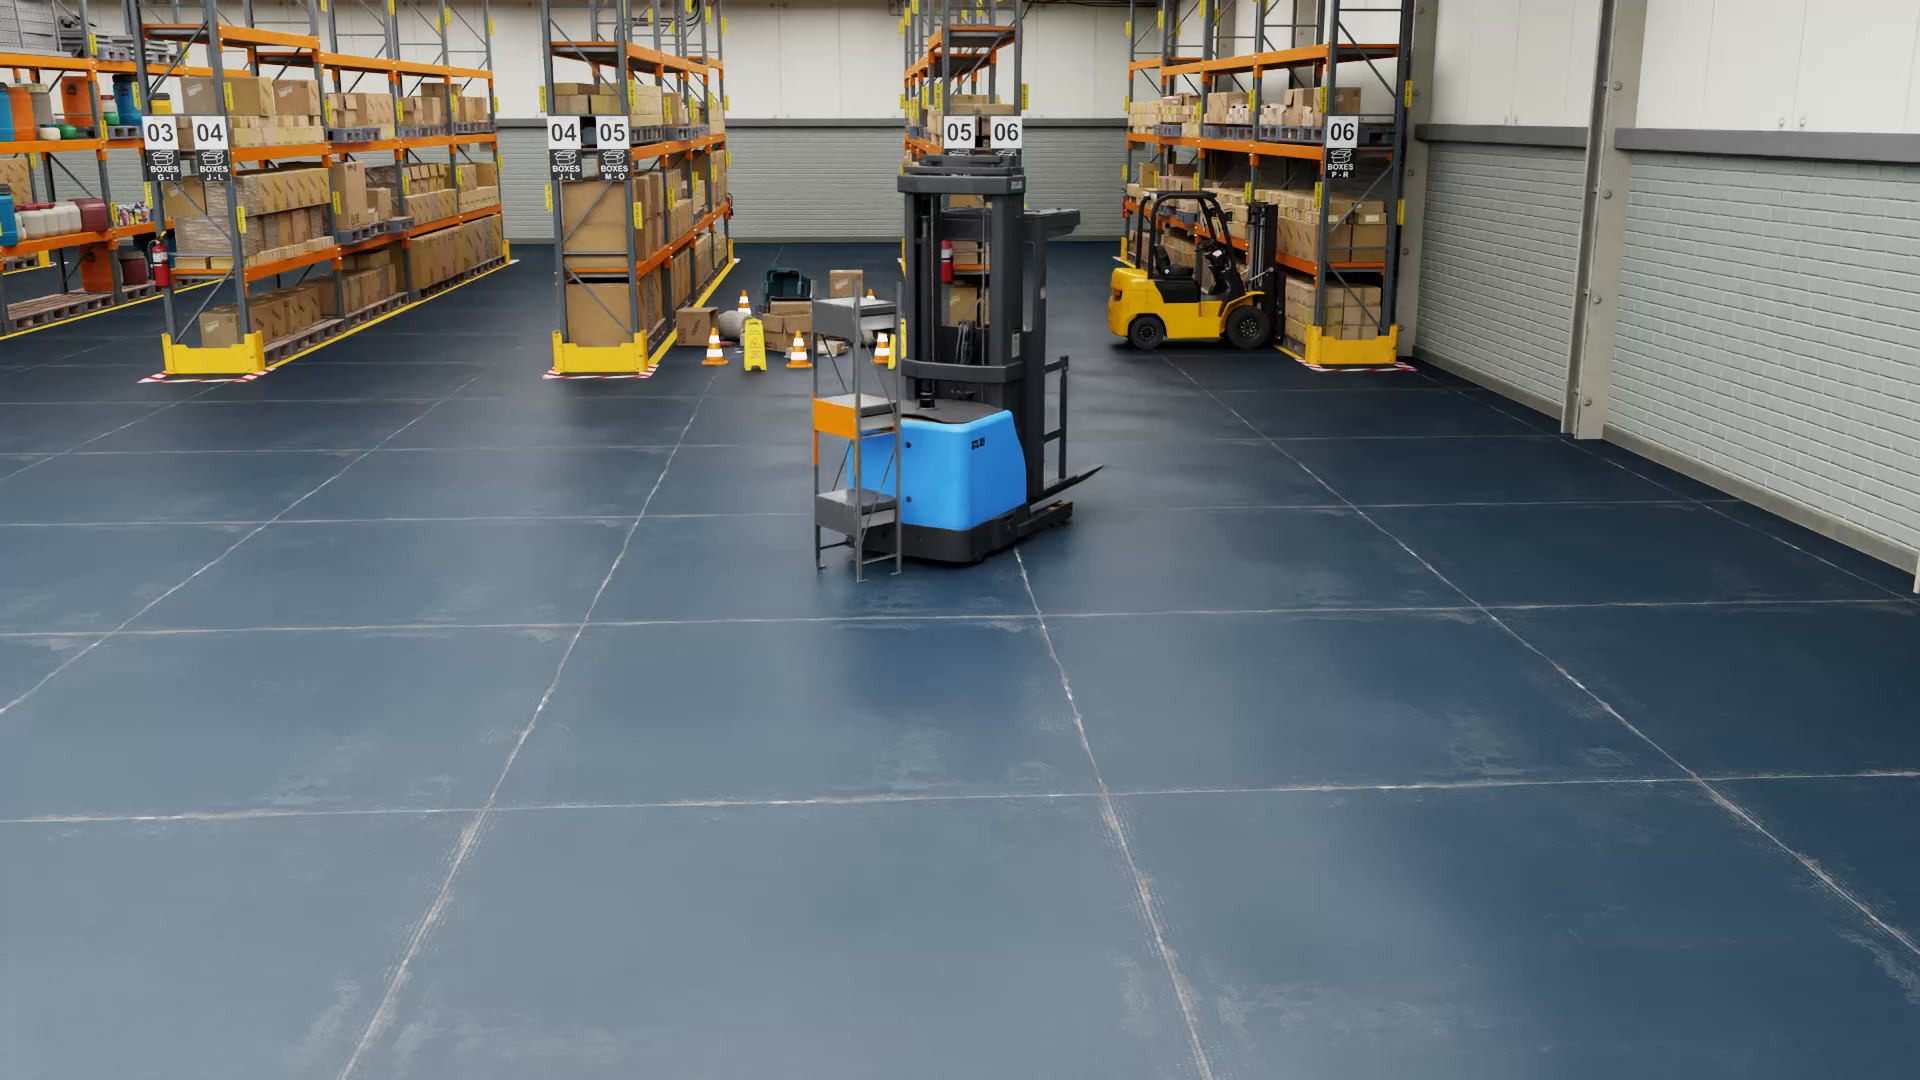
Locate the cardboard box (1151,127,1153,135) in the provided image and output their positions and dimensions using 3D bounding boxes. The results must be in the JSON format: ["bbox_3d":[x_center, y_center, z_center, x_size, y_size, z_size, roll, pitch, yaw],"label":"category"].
[{"bbox_3d":[4.141,-8.434,34.272,0.380,0.149,0.250,-1,14,-4],"label":"cardboard box"}]

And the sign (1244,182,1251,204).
[{"bbox_3d":[4.443,-5.351,25.641,0.100,0.325,0.005,-1,14,-3],"label":"sign"}]

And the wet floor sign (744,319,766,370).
[{"bbox_3d":[-2.678,-2.549,21.639,0.267,0.644,0.232,-3,15,-13],"label":"wet floor sign"}]

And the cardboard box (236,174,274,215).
[{"bbox_3d":[-9.399,-4.557,21.912,0.500,0.500,0.500,-1,14,-3],"label":"cardboard box"}]

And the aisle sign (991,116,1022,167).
[{"bbox_3d":[0.591,-5.016,21.284,0.394,0.787,0.004,-1,14,-3],"label":"aisle sign"}]

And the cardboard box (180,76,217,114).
[{"bbox_3d":[-9.961,-5.883,22.052,0.500,0.500,0.500,-1,14,-3],"label":"cardboard box"}]

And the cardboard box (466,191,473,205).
[{"bbox_3d":[-10.150,-6.915,33.587,0.500,0.250,0.500,-1,14,-4],"label":"cardboard box"}]

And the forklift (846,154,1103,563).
[{"bbox_3d":[0.272,-1.572,13.255,1.130,2.935,3.031,7,16,27],"label":"forklift"}]

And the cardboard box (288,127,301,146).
[{"bbox_3d":[-9.513,-5.623,23.144,0.500,0.250,0.500,-1,14,-4],"label":"cardboard box"}]

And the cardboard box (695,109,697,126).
[{"bbox_3d":[-4.960,-7.427,29.652,0.500,0.500,0.500,-1,14,-3],"label":"cardboard box"}]

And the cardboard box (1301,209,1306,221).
[{"bbox_3d":[4.927,-4.480,22.916,0.380,0.149,0.250,-1,14,-4],"label":"cardboard box"}]

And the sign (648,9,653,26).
[{"bbox_3d":[-5.942,-10.043,31.965,0.100,0.325,0.005,-1,14,-3],"label":"sign"}]

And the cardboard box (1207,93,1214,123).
[{"bbox_3d":[4.538,-7.404,28.518,0.500,0.500,0.500,-1,14,-3],"label":"cardboard box"}]

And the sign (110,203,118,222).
[{"bbox_3d":[-14.503,-5.617,28.510,0.100,0.325,0.005,-1,14,-3],"label":"sign"}]

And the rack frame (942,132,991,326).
[{"bbox_3d":[0.278,-3.768,21.650,1.000,3.000,0.127,-1,14,-3],"label":"rack frame"}]

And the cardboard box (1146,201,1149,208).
[{"bbox_3d":[4.106,-7.041,34.875,0.380,0.149,0.250,-1,14,-4],"label":"cardboard box"}]

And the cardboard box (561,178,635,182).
[{"bbox_3d":[-4.766,-4.490,21.989,0.875,0.550,0.550,-1,14,-3],"label":"cardboard box"}]

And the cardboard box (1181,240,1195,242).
[{"bbox_3d":[4.435,-5.653,31.848,0.380,0.149,0.250,-1,14,-3],"label":"cardboard box"}]

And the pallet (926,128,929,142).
[{"bbox_3d":[0.099,-6.279,25.769,1.213,0.211,1.003,-1,14,-3],"label":"pallet"}]

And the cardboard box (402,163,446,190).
[{"bbox_3d":[-10.308,-6.974,31.900,0.797,0.503,0.637,-1,14,-5],"label":"cardboard box"}]

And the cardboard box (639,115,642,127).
[{"bbox_3d":[-4.405,-5.528,21.932,0.380,0.149,0.250,-1,14,-3],"label":"cardboard box"}]

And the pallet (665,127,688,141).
[{"bbox_3d":[-4.987,-6.579,26.937,1.003,0.211,1.213,0,14,-1],"label":"pallet"}]

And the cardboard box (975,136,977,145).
[{"bbox_3d":[0.355,-5.634,23.387,0.380,0.149,0.250,-1,14,-4],"label":"cardboard box"}]

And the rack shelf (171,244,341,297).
[{"bbox_3d":[-9.737,-3.764,23.078,1.077,0.370,4.000,-1,14,-3],"label":"rack shelf"}]

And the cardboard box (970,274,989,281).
[{"bbox_3d":[0.401,-3.601,24.172,0.500,0.500,0.500,0,14,0],"label":"cardboard box"}]

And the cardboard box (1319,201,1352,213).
[{"bbox_3d":[5.000,-4.438,22.154,0.380,0.149,0.250,-1,14,-3],"label":"cardboard box"}]

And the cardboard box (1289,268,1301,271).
[{"bbox_3d":[5.254,-3.951,25.030,0.500,0.250,0.500,-1,14,-4],"label":"cardboard box"}]

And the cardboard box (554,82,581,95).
[{"bbox_3d":[-5.016,-5.714,21.053,0.380,0.149,0.250,-1,14,-3],"label":"cardboard box"}]

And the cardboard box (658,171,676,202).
[{"bbox_3d":[-5.067,-5.823,27.431,0.700,0.500,0.500,-1,14,-4],"label":"cardboard box"}]

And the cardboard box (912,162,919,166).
[{"bbox_3d":[-0.666,-7.045,32.179,0.500,0.500,0.500,-1,14,-4],"label":"cardboard box"}]

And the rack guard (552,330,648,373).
[{"bbox_3d":[-4.654,-2.449,21.543,1.175,0.500,0.348,-1,14,-3],"label":"rack guard"}]

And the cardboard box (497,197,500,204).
[{"bbox_3d":[-10.253,-7.389,36.227,0.380,0.149,0.250,-1,14,-2],"label":"cardboard box"}]

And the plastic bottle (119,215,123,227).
[{"bbox_3d":[-14.742,-5.598,29.161,0.097,0.201,0.097,0,14,0],"label":"plastic bottle"}]

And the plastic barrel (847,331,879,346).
[{"bbox_3d":[-1.361,-3.010,23.876,0.512,0.421,0.421,10,18,35],"label":"plastic barrel"}]

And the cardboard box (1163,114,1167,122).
[{"bbox_3d":[4.136,-8.141,32.089,0.380,0.149,0.250,-1,14,-3],"label":"cardboard box"}]

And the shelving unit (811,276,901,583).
[{"bbox_3d":[-0.736,-0.788,11.859,0.431,2.100,0.503,-13,20,-41],"label":"shelving unit"}]

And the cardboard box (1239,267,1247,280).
[{"bbox_3d":[4.941,-4.023,26.565,0.875,0.625,0.625,0,14,-1],"label":"cardboard box"}]

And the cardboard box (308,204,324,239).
[{"bbox_3d":[-9.894,-4.689,24.433,0.875,0.500,0.500,-1,14,-3],"label":"cardboard box"}]

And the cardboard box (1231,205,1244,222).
[{"bbox_3d":[4.660,-5.255,26.730,0.500,0.250,0.500,-1,14,-5],"label":"cardboard box"}]

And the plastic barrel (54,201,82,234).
[{"bbox_3d":[-14.775,-5.329,27.495,0.421,0.512,0.421,0,14,0],"label":"plastic barrel"}]

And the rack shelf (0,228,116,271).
[{"bbox_3d":[-14.928,-4.682,26.647,1.077,0.370,4.000,-1,14,-3],"label":"rack shelf"}]

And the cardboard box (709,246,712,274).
[{"bbox_3d":[-5.102,-5.463,32.413,0.500,0.500,0.500,-1,14,-5],"label":"cardboard box"}]

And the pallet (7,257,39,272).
[{"bbox_3d":[-20.436,-5.874,35.433,1.003,0.211,1.213,-1,14,-3],"label":"pallet"}]

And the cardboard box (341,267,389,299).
[{"bbox_3d":[-10.000,-4.303,27.863,0.700,0.500,0.500,-2,15,-8],"label":"cardboard box"}]

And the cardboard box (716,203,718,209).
[{"bbox_3d":[-5.221,-6.931,34.449,0.380,0.149,0.250,0,14,-1],"label":"cardboard box"}]

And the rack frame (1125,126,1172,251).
[{"bbox_3d":[4.241,-7.824,37.416,1.000,3.000,0.127,-1,14,-3],"label":"rack frame"}]

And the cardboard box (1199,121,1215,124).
[{"bbox_3d":[4.474,-7.492,29.607,0.380,0.149,0.250,-1,14,-2],"label":"cardboard box"}]

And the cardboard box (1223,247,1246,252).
[{"bbox_3d":[5.015,-5.276,30.385,0.380,0.149,0.250,0,14,-1],"label":"cardboard box"}]

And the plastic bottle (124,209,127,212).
[{"bbox_3d":[-15.456,-6.024,30.818,0.097,0.201,0.097,0,14,0],"label":"plastic bottle"}]

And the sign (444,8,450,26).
[{"bbox_3d":[-9.815,-10.006,31.824,0.100,0.325,0.005,-1,14,-3],"label":"sign"}]

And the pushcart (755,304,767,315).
[{"bbox_3d":[-2.242,-3.445,25.658,1.648,0.377,0.936,-6,16,-23],"label":"pushcart"}]

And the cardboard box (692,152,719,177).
[{"bbox_3d":[-5.232,-7.698,34.120,0.500,0.500,0.500,-1,14,-3],"label":"cardboard box"}]

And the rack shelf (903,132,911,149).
[{"bbox_3d":[-0.589,-8.354,34.898,1.077,0.370,4.000,-1,14,-3],"label":"rack shelf"}]

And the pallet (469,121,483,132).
[{"bbox_3d":[-10.469,-8.515,34.259,1.003,0.211,1.213,-1,14,-3],"label":"pallet"}]

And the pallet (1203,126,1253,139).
[{"bbox_3d":[4.868,-7.029,28.683,1.213,0.211,1.003,0,14,-1],"label":"pallet"}]
